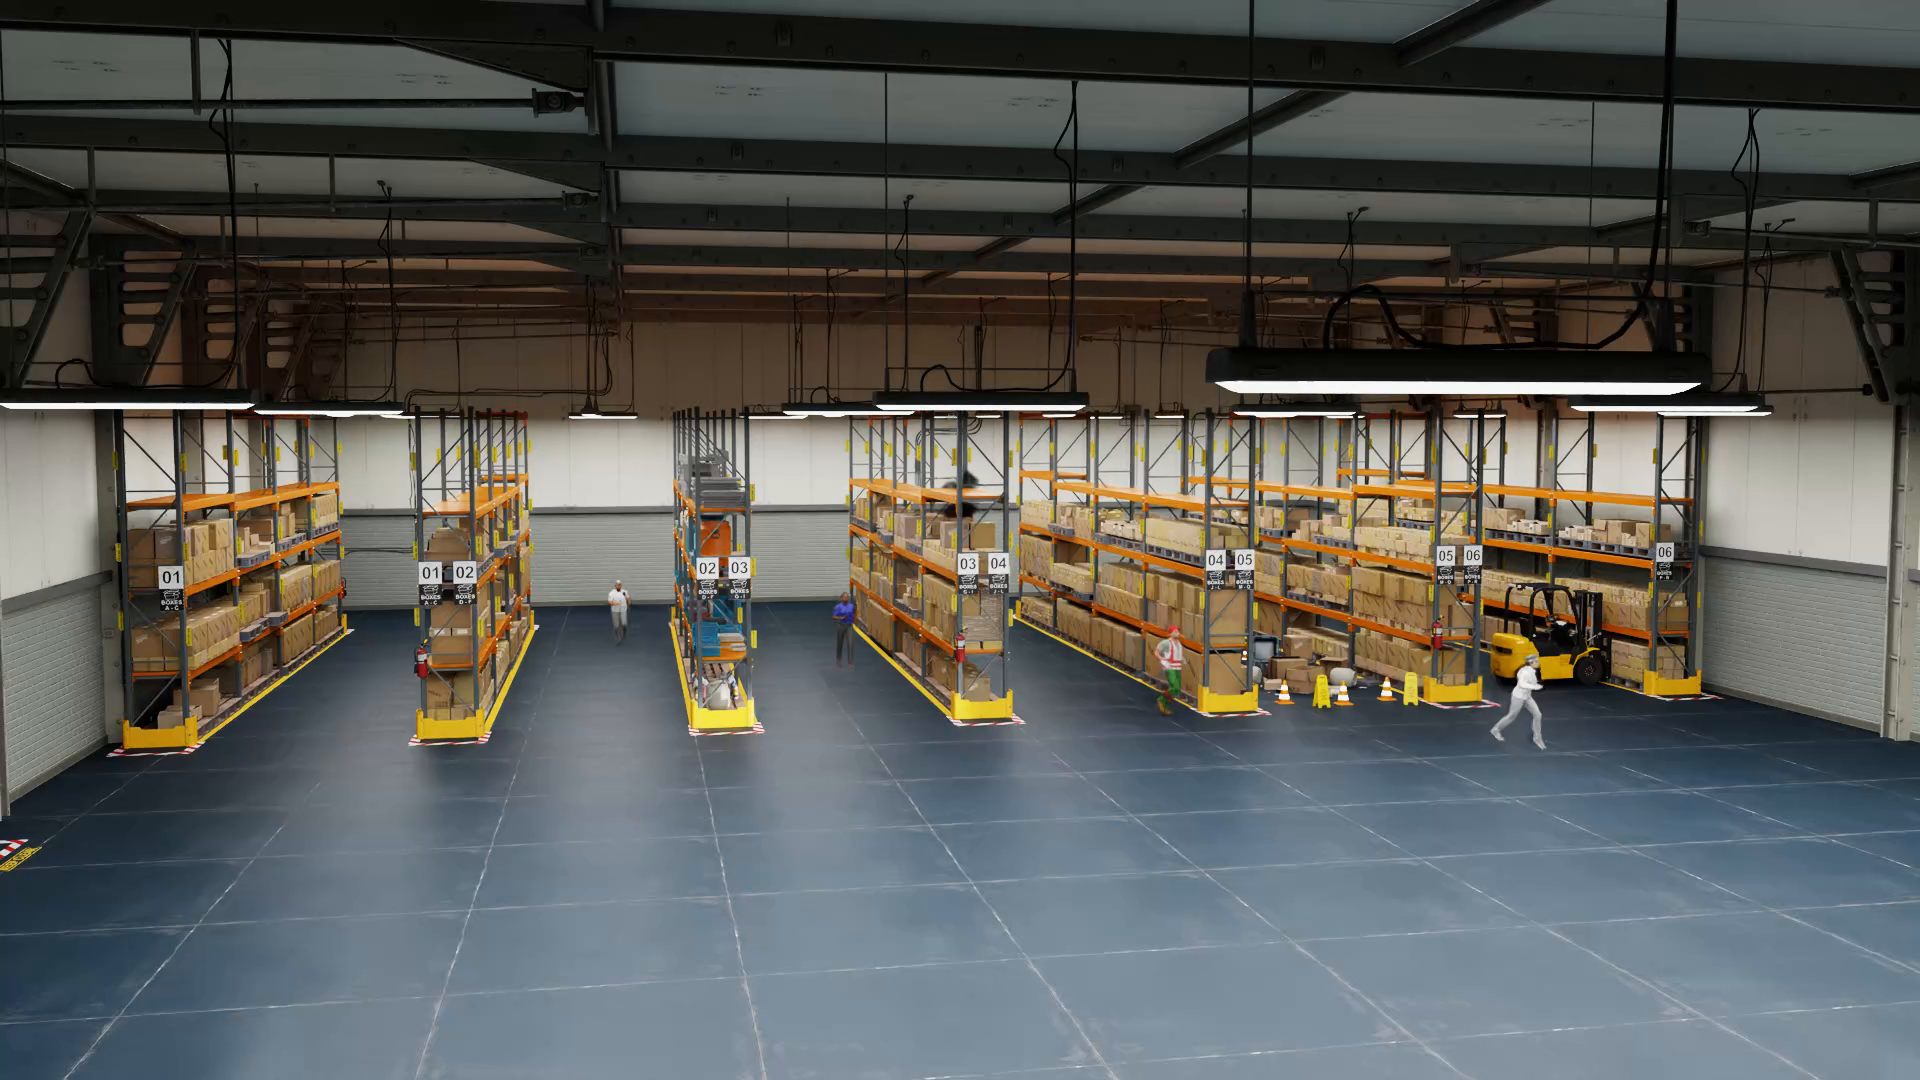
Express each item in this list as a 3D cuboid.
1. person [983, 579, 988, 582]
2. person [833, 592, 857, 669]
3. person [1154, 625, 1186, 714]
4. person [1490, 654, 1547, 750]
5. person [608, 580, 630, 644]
[{"bbox_3d":[0.484,1.457,48.602,0.659,1.676,0.689,2,4,24],"label":"person"},{"bbox_3d":[-2.526,1.998,36.731,0.575,1.695,0.880,-1,4,-16],"label":"person"},{"bbox_3d":[4.179,2.536,32.497,0.693,1.737,0.515,-4,6,-42],"label":"person"},{"bbox_3d":[9.845,2.821,29.284,0.992,1.689,0.612,4,5,41],"label":"person"},{"bbox_3d":[-8.751,1.856,42.761,0.579,1.648,0.643,-1,4,-15],"label":"person"}]
